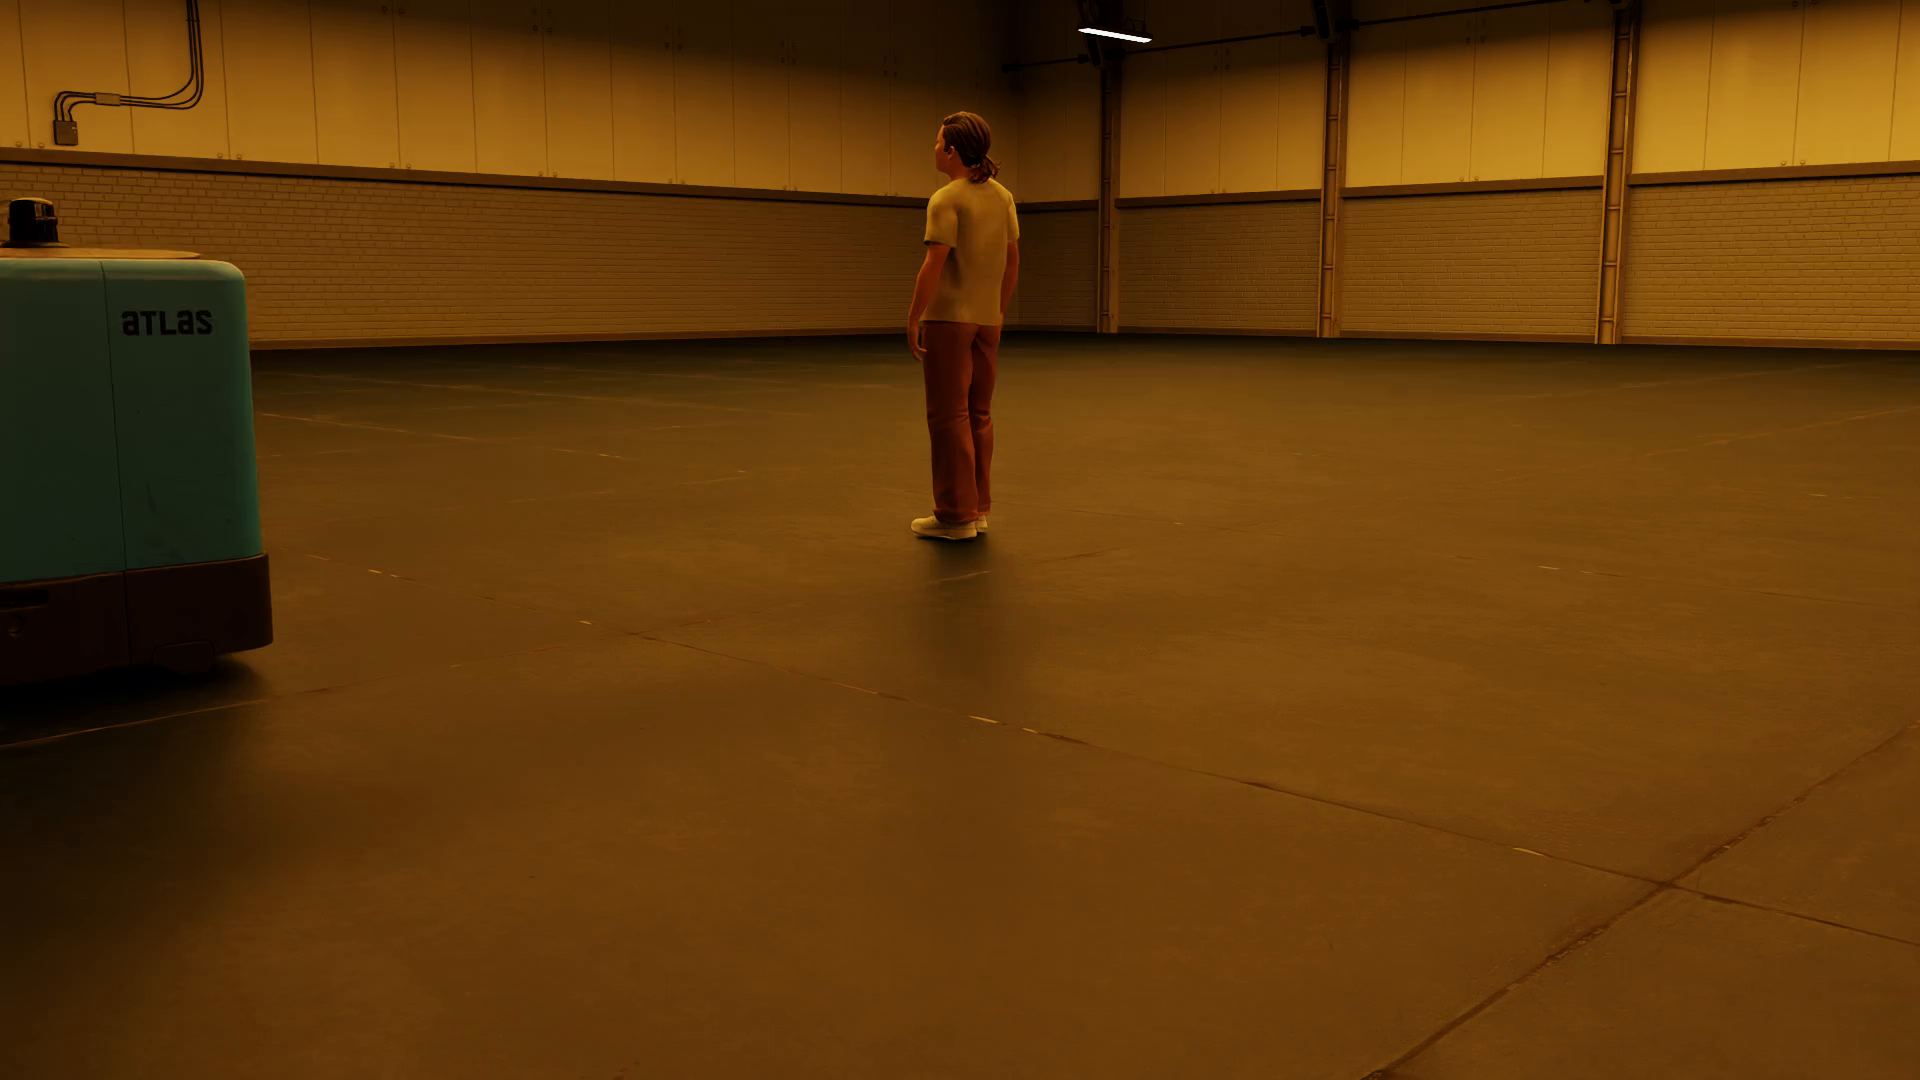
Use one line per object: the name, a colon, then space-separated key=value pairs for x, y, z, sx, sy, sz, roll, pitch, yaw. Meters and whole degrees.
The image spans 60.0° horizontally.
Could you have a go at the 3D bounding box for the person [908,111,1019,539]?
person: x=-0.045 y=-0.844 z=6.650 sx=0.549 sy=1.675 sz=0.555 roll=8 pitch=12 yaw=43

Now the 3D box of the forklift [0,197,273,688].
forklift: x=-3.262 y=-1.009 z=3.577 sx=3.031 sy=2.935 sz=1.130 roll=-8 pitch=11 yaw=-41
